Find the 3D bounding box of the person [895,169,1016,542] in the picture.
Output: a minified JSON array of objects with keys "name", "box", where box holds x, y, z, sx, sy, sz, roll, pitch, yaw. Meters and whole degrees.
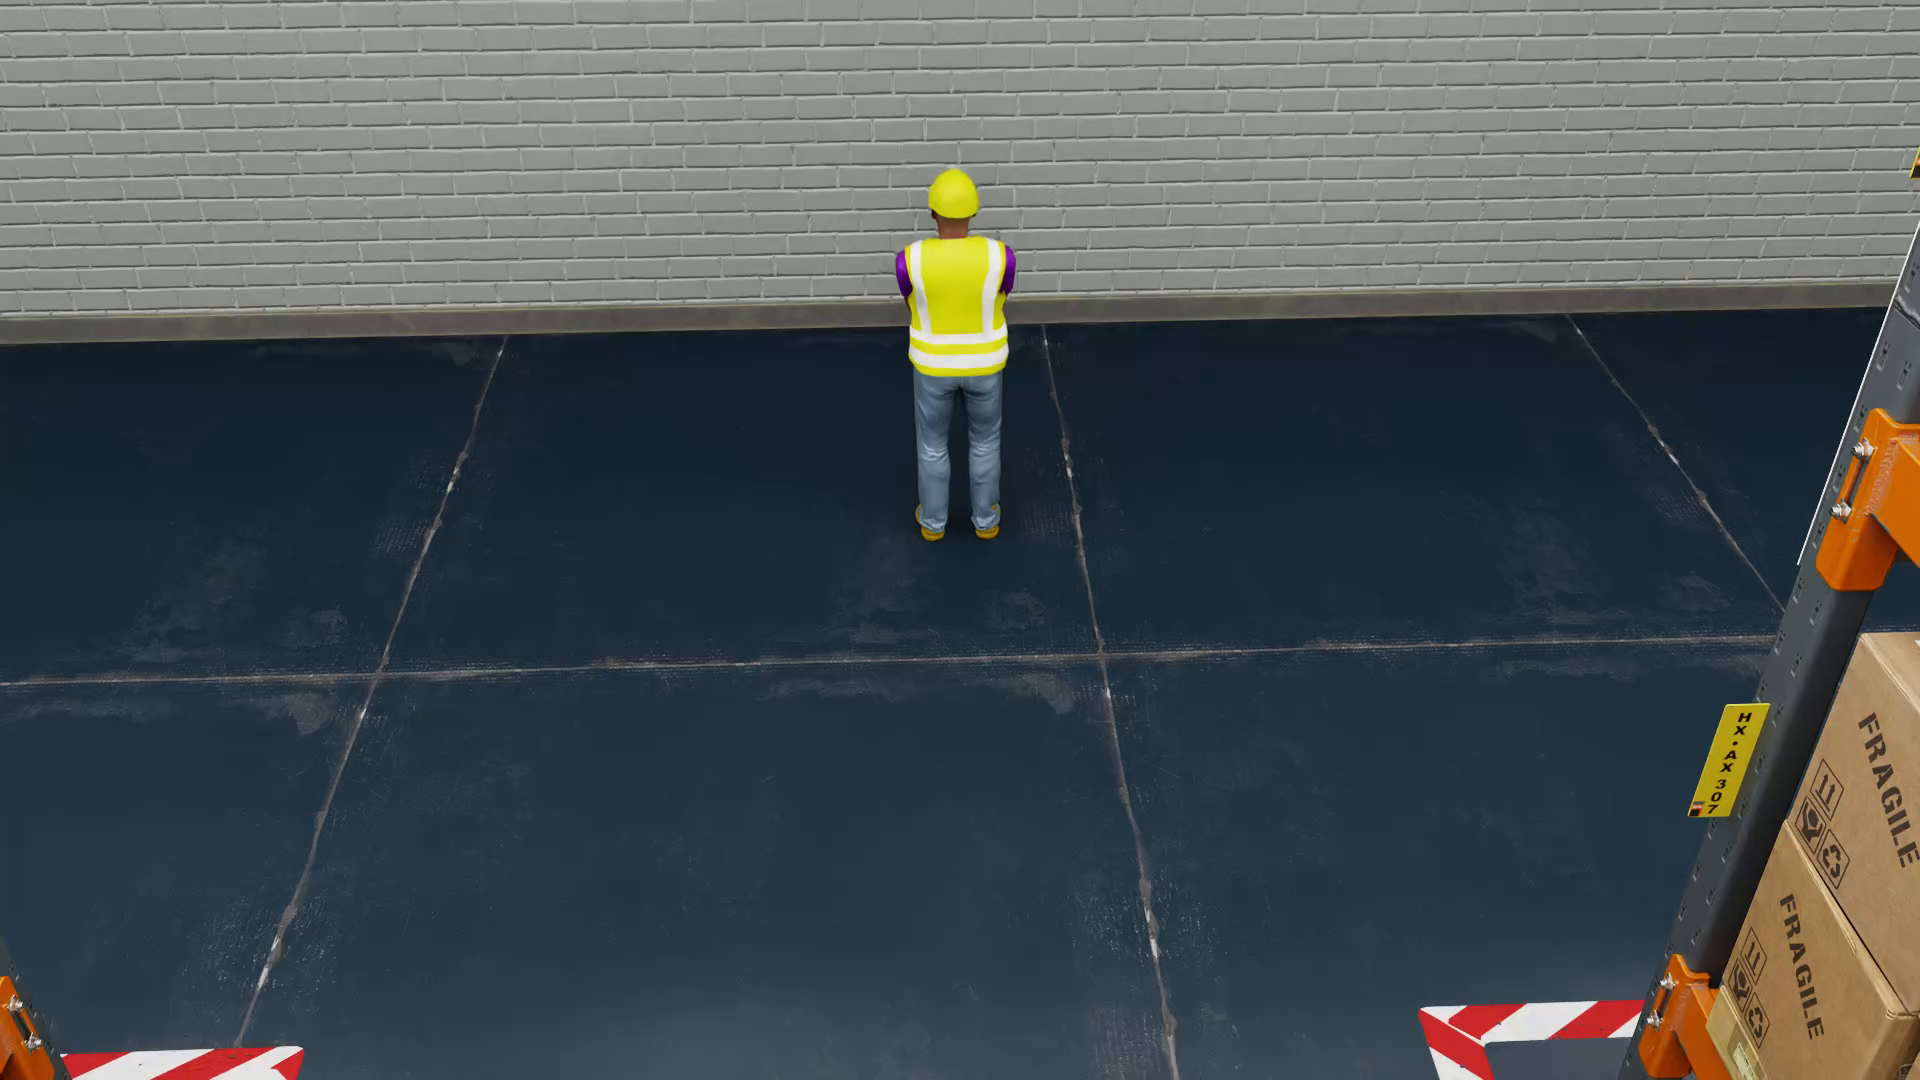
[{"name":"person","box":[-0.023,-0.835,7.317,0.505,1.763,0.559,-2,35,-2]}]
